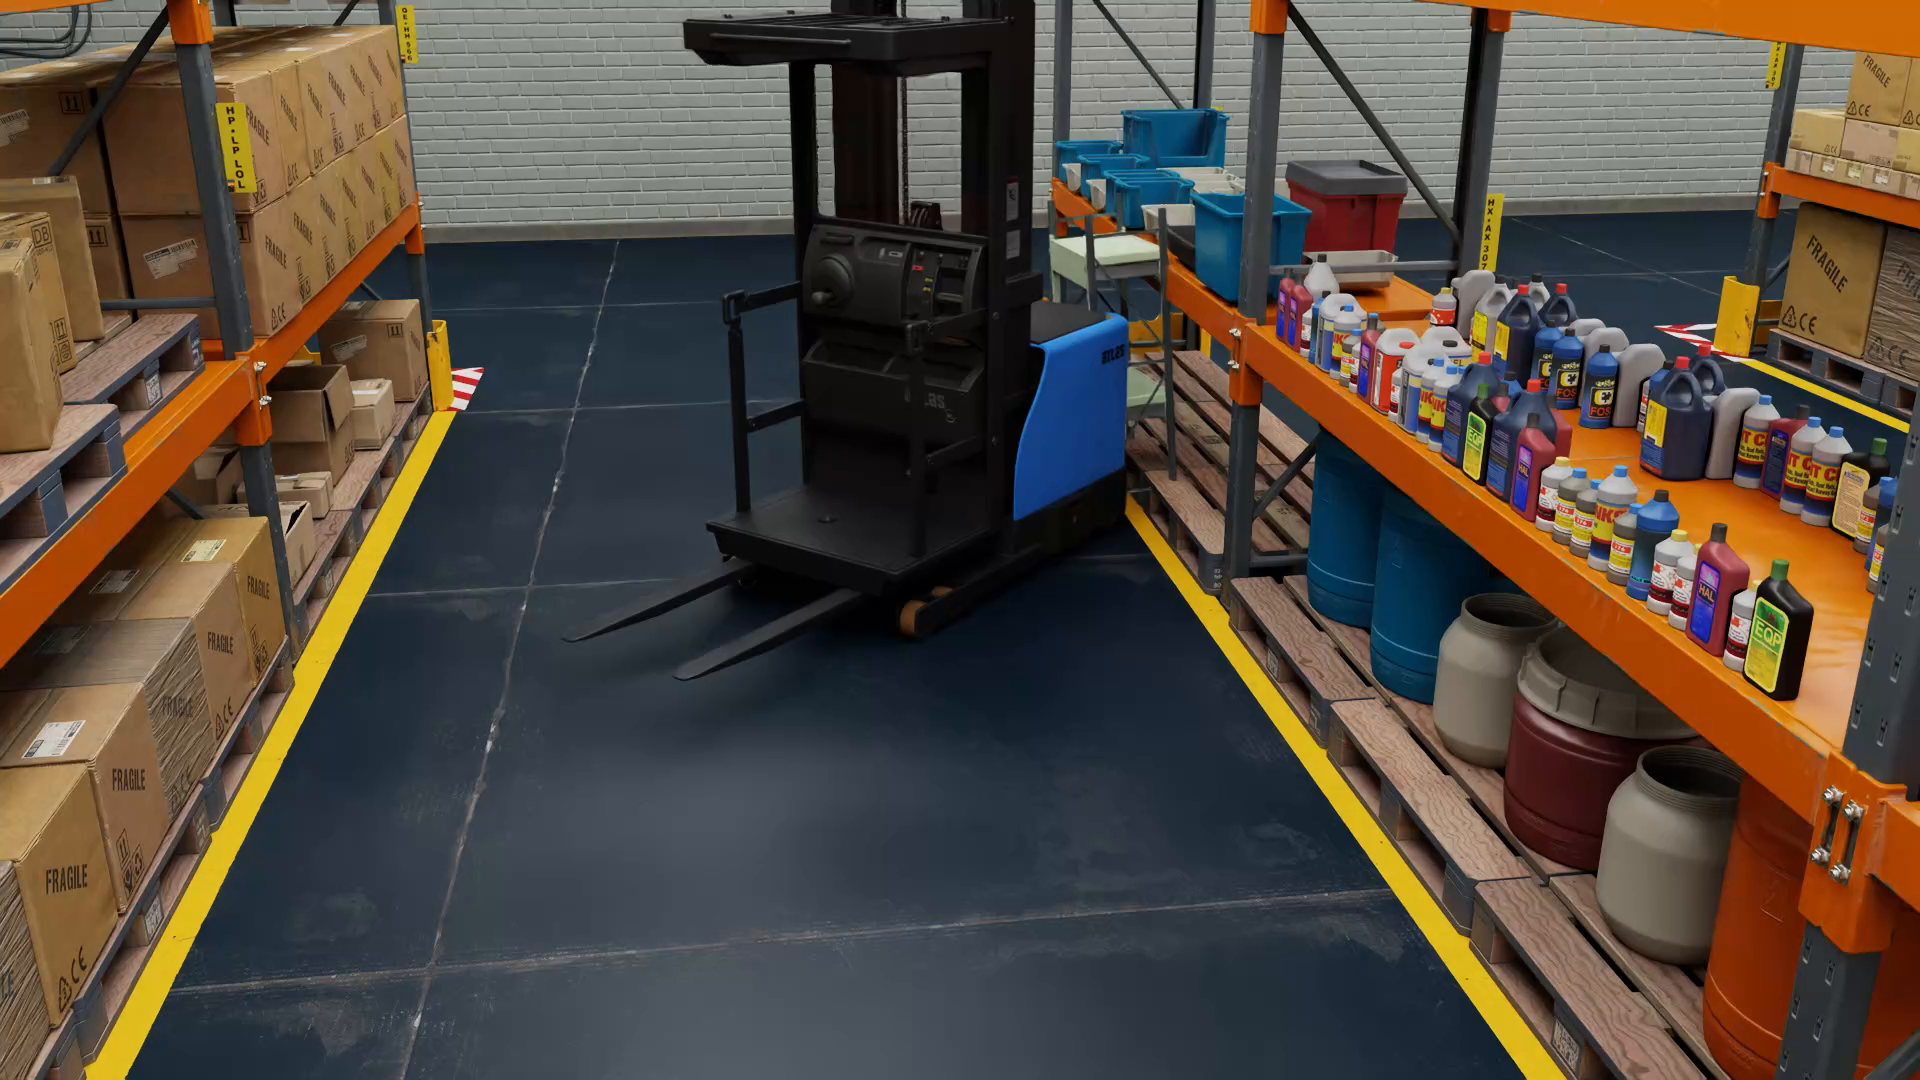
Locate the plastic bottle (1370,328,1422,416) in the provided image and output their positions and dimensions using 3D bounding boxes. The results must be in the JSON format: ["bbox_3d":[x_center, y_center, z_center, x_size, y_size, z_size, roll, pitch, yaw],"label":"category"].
[{"bbox_3d":[1.494,-0.572,5.637,0.152,0.276,0.135,-3,21,-8],"label":"plastic bottle"}]

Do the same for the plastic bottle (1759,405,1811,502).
[{"bbox_3d":[2.384,-0.259,4.789,0.061,0.283,0.133,-3,21,-8],"label":"plastic bottle"}]

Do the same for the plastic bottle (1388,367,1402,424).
[{"bbox_3d":[1.484,-0.495,5.539,0.097,0.201,0.097,0,20,0],"label":"plastic bottle"}]

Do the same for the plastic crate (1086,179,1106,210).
[{"bbox_3d":[0.866,-1.967,9.487,0.250,0.136,0.298,-3,21,-8],"label":"plastic crate"}]

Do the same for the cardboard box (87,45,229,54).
[{"bbox_3d":[-3.780,-2.085,7.938,0.500,0.500,0.500,-3,21,-8],"label":"cardboard box"}]

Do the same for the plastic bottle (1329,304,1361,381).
[{"bbox_3d":[1.403,-0.722,6.046,0.097,0.271,0.097,0,20,0],"label":"plastic bottle"}]

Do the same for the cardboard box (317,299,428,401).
[{"bbox_3d":[-3.485,-1.125,9.886,0.500,0.500,0.500,-3,21,-8],"label":"cardboard box"}]

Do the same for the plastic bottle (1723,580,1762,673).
[{"bbox_3d":[1.769,0.189,3.708,0.097,0.201,0.097,0,20,0],"label":"plastic bottle"}]

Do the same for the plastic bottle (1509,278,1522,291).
[{"bbox_3d":[2.126,-0.877,6.444,0.061,0.283,0.133,-3,21,-8],"label":"plastic bottle"}]

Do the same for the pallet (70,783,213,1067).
[{"bbox_3d":[-2.897,1.128,4.894,1.003,0.211,1.213,-3,21,-8],"label":"pallet"}]

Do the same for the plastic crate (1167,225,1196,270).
[{"bbox_3d":[1.244,-1.403,7.993,0.437,0.125,0.590,-3,21,-8],"label":"plastic crate"}]

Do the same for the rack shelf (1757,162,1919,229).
[{"bbox_3d":[6.284,-1.735,9.603,1.077,0.370,4.000,-3,21,-8],"label":"rack shelf"}]

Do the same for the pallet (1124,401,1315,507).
[{"bbox_3d":[1.348,-0.499,9.252,1.003,0.211,1.213,-3,21,-8],"label":"pallet"}]

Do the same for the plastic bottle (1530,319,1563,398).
[{"bbox_3d":[2.052,-0.636,5.815,0.097,0.271,0.097,0,20,0],"label":"plastic bottle"}]

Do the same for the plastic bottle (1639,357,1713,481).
[{"bbox_3d":[2.155,-0.369,4.988,0.144,0.351,0.185,-3,21,-8],"label":"plastic bottle"}]

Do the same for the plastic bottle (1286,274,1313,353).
[{"bbox_3d":[1.321,-0.880,6.453,0.061,0.283,0.133,-3,21,-8],"label":"plastic bottle"}]

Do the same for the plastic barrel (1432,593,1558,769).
[{"bbox_3d":[1.828,0.473,5.617,0.421,0.512,0.421,0,20,0],"label":"plastic barrel"}]

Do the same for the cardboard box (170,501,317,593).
[{"bbox_3d":[-3.077,0.016,7.100,0.500,0.311,0.500,-3,21,-8],"label":"cardboard box"}]

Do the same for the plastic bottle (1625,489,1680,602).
[{"bbox_3d":[1.707,0.009,4.090,0.097,0.271,0.097,0,20,0],"label":"plastic bottle"}]

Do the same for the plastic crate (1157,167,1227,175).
[{"bbox_3d":[1.391,-2.146,9.966,0.396,0.136,0.243,-3,21,-8],"label":"plastic crate"}]

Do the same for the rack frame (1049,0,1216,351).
[{"bbox_3d":[1.095,-2.515,10.662,1.000,3.000,0.127,-3,21,-8],"label":"rack frame"}]

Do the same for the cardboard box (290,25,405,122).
[{"bbox_3d":[-3.471,-2.641,9.429,0.500,0.500,0.500,-3,21,-8],"label":"cardboard box"}]

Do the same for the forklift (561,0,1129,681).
[{"bbox_3d":[-0.424,-1.142,7.086,1.130,2.935,3.031,14,25,33],"label":"forklift"}]

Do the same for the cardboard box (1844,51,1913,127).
[{"bbox_3d":[5.870,-2.832,10.229,0.500,0.500,0.500,-3,21,-9],"label":"cardboard box"}]

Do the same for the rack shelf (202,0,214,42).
[{"bbox_3d":[-3.519,-2.642,7.744,1.077,0.370,4.000,-3,21,-8],"label":"rack shelf"}]

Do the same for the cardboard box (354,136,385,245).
[{"bbox_3d":[-3.329,-1.819,8.657,0.500,0.500,0.500,-3,21,-7],"label":"cardboard box"}]

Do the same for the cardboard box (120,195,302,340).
[{"bbox_3d":[-3.035,-1.118,6.780,0.500,0.500,0.500,-2,21,-6],"label":"cardboard box"}]

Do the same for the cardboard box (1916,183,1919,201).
[{"bbox_3d":[5.908,-2.062,9.810,0.380,0.149,0.250,-3,21,-8],"label":"cardboard box"}]

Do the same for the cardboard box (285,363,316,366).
[{"bbox_3d":[-3.938,-0.809,9.395,0.500,0.250,0.500,-3,21,-8],"label":"cardboard box"}]

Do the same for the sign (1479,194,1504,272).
[{"bbox_3d":[2.216,-1.287,6.978,0.100,0.325,0.005,-3,21,-8],"label":"sign"}]

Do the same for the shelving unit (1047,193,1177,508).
[{"bbox_3d":[0.781,-0.970,8.550,0.431,1.500,0.755,-8,18,-9],"label":"shelving unit"}]

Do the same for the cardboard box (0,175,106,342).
[{"bbox_3d":[-3.384,-0.950,5.728,0.700,0.500,0.500,-10,23,-26],"label":"cardboard box"}]

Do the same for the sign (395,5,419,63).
[{"bbox_3d":[-3.256,-2.978,9.795,0.100,0.325,0.005,-3,21,-8],"label":"sign"}]

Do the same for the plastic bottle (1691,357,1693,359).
[{"bbox_3d":[2.305,-0.449,5.299,0.061,0.283,0.133,-3,21,-8],"label":"plastic bottle"}]

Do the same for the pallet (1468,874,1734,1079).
[{"bbox_3d":[2.093,1.291,4.459,1.003,0.211,1.213,-3,21,-8],"label":"pallet"}]

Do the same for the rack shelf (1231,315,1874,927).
[{"bbox_3d":[1.959,-0.100,5.226,1.077,0.370,4.000,-3,21,-8],"label":"rack shelf"}]

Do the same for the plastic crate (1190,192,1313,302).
[{"bbox_3d":[1.266,-1.295,7.333,0.392,0.384,0.575,-3,21,-8],"label":"plastic crate"}]

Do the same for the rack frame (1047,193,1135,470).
[{"bbox_3d":[0.710,-1.077,8.893,0.400,1.500,0.023,-8,18,-9],"label":"rack frame"}]

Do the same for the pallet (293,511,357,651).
[{"bbox_3d":[-3.329,0.187,7.413,1.003,0.211,1.213,-3,21,-8],"label":"pallet"}]

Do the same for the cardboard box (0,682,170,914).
[{"bbox_3d":[-2.666,0.761,4.835,0.500,0.500,0.500,-4,21,-10],"label":"cardboard box"}]

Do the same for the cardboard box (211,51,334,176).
[{"bbox_3d":[-3.169,-1.930,7.526,0.500,0.500,0.500,-4,21,-9],"label":"cardboard box"}]

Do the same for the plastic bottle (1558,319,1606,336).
[{"bbox_3d":[2.173,-0.650,5.848,0.152,0.276,0.135,-3,21,-8],"label":"plastic bottle"}]

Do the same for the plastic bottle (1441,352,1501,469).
[{"bbox_3d":[1.575,-0.403,5.080,0.144,0.351,0.185,-3,21,-8],"label":"plastic bottle"}]

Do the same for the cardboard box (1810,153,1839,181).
[{"bbox_3d":[5.759,-2.419,10.764,0.380,0.149,0.250,-3,21,-9],"label":"cardboard box"}]

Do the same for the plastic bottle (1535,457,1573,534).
[{"bbox_3d":[1.637,-0.127,4.553,0.097,0.201,0.097,0,20,0],"label":"plastic bottle"}]

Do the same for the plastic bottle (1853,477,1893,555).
[{"bbox_3d":[2.430,-0.066,4.389,0.097,0.201,0.097,0,20,0],"label":"plastic bottle"}]

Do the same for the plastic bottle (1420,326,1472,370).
[{"bbox_3d":[1.645,-0.579,5.657,0.152,0.276,0.135,-3,21,-8],"label":"plastic bottle"}]

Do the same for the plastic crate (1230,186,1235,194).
[{"bbox_3d":[1.644,-1.766,8.812,0.416,0.233,0.300,-3,21,-8],"label":"plastic crate"}]

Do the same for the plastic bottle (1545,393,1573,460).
[{"bbox_3d":[1.719,-0.276,4.834,0.061,0.283,0.133,-3,21,-8],"label":"plastic bottle"}]
